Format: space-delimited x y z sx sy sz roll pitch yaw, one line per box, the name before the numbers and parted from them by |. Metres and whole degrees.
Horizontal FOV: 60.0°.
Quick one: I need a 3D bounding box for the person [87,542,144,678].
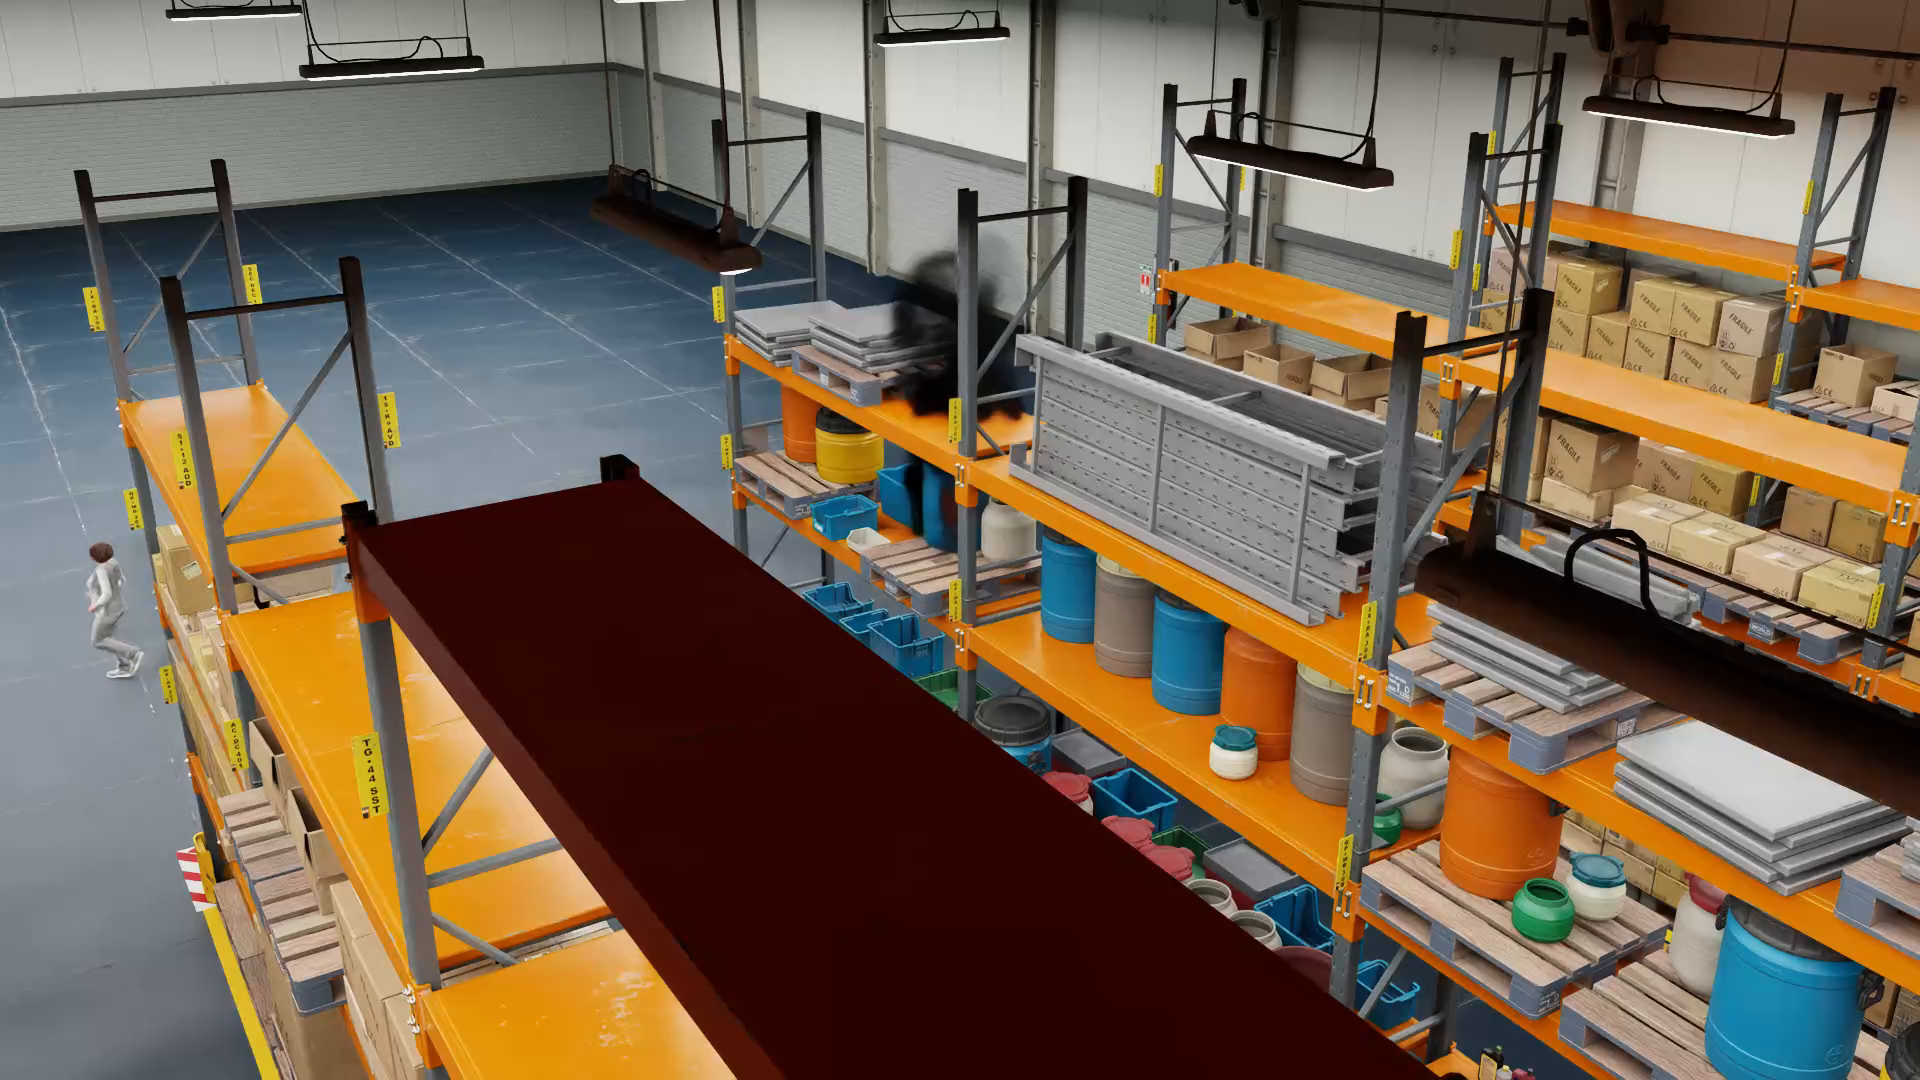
person | -8.918 0.739 17.467 0.560 1.550 0.532 -1 22 -3
